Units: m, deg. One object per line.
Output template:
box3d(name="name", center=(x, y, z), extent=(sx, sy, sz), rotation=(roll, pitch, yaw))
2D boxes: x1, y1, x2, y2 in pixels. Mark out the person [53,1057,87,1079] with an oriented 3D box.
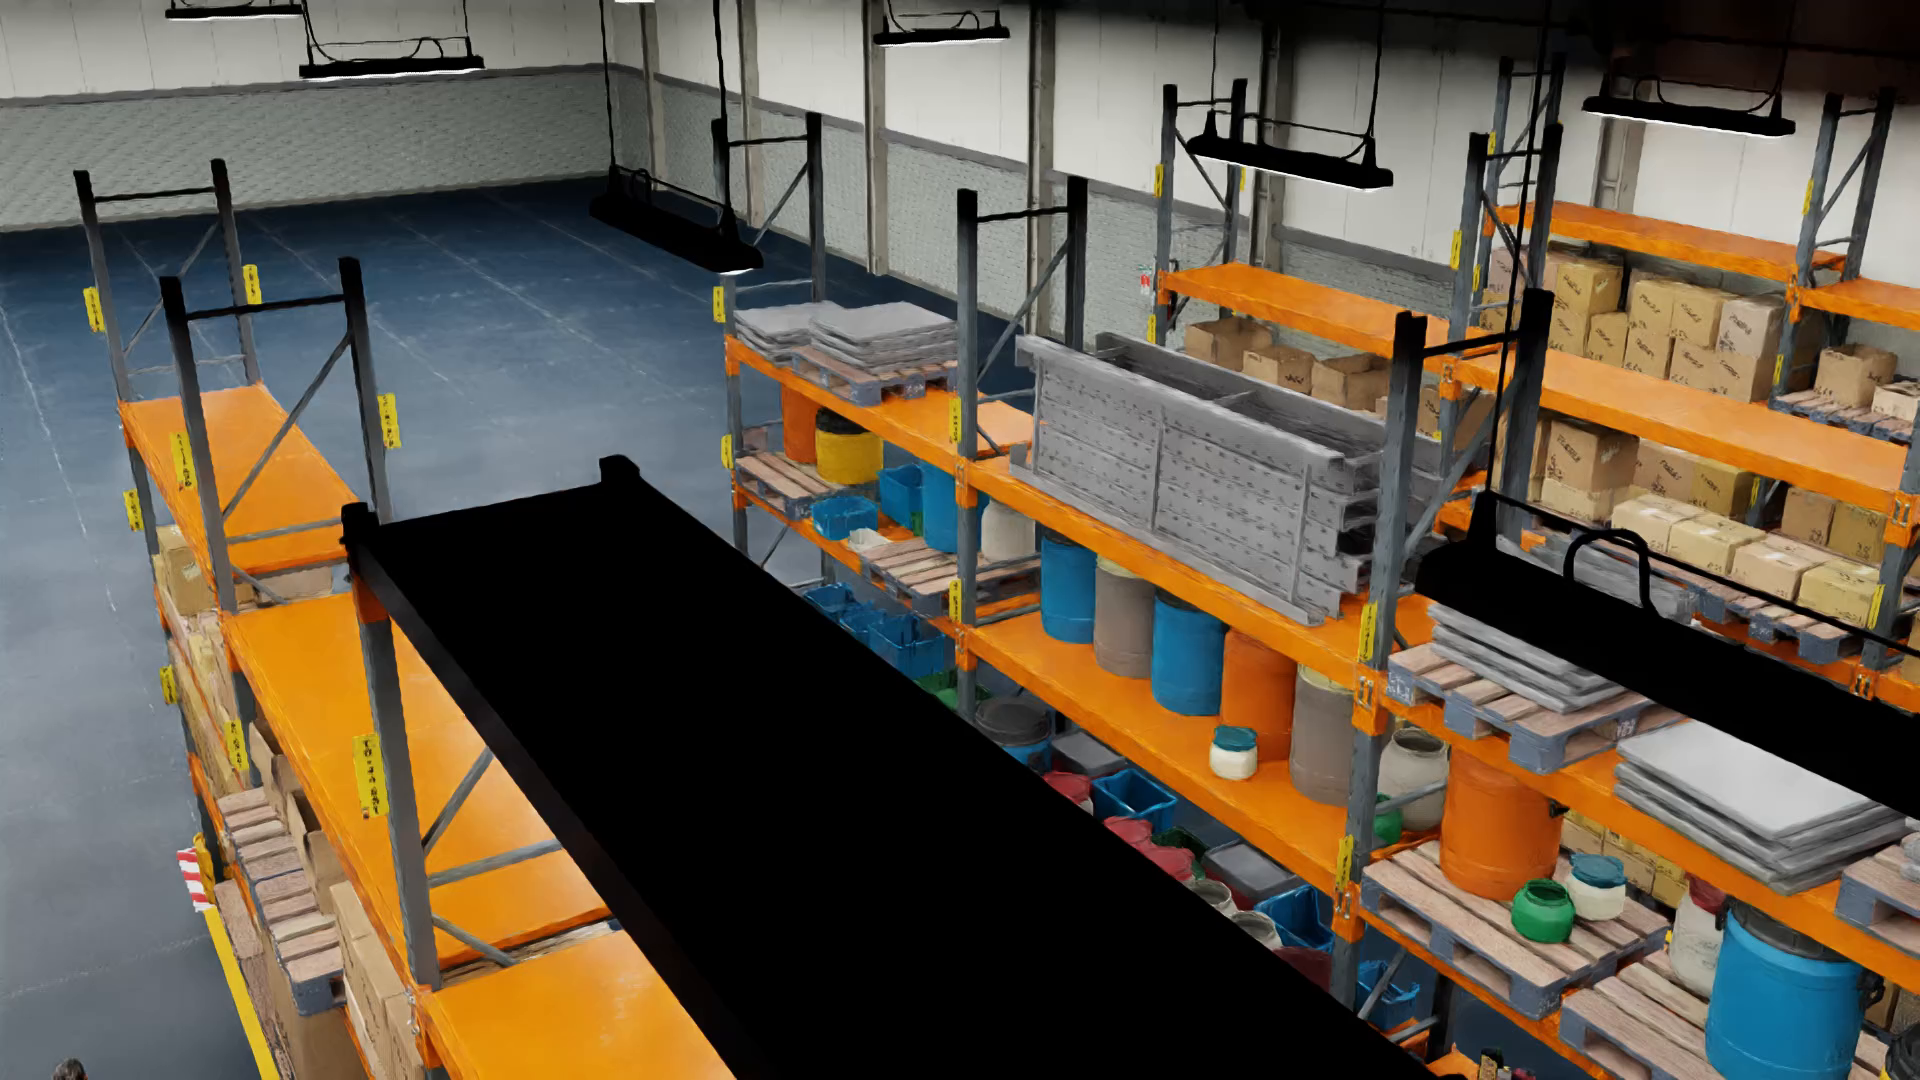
box3d(name="person", center=(-5.160, 3.766, 9.866), extent=(0.478, 1.567, 1.083), rotation=(-14, 26, -31))
